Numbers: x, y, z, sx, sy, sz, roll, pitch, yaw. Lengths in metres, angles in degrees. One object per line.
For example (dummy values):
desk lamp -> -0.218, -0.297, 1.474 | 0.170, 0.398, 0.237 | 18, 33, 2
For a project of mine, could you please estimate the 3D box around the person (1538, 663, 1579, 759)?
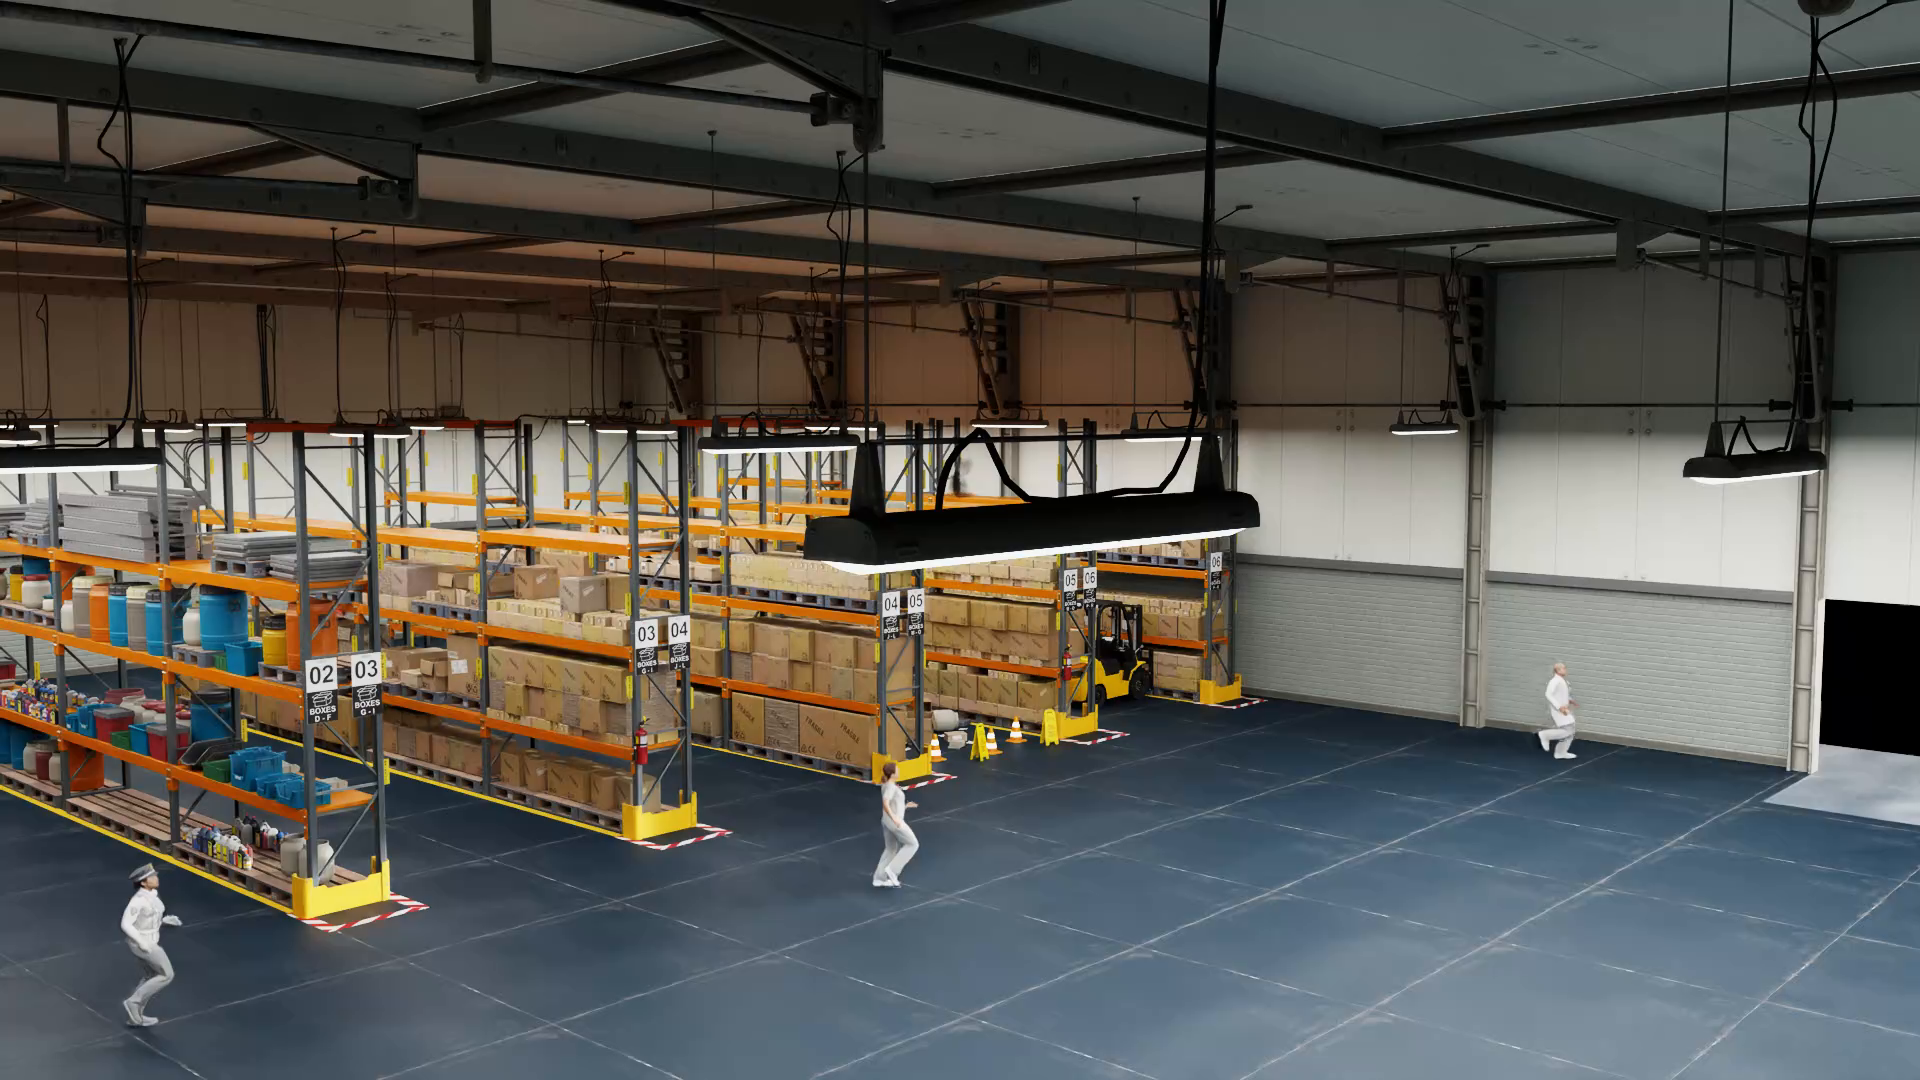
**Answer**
person -> 10.713, 3.050, 29.741 | 0.630, 1.730, 0.724 | 3, 6, 32

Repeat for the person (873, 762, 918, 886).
person -> -0.838, 3.716, 21.770 | 0.631, 1.635, 0.547 | -2, 5, -22

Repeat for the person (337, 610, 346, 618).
person -> -14.274, 2.405, 37.878 | 0.815, 1.662, 0.673 | -2, 5, -23

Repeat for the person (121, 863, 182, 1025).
person -> -8.251, 4.111, 16.986 | 0.547, 1.666, 0.600 | -2, 5, -21
